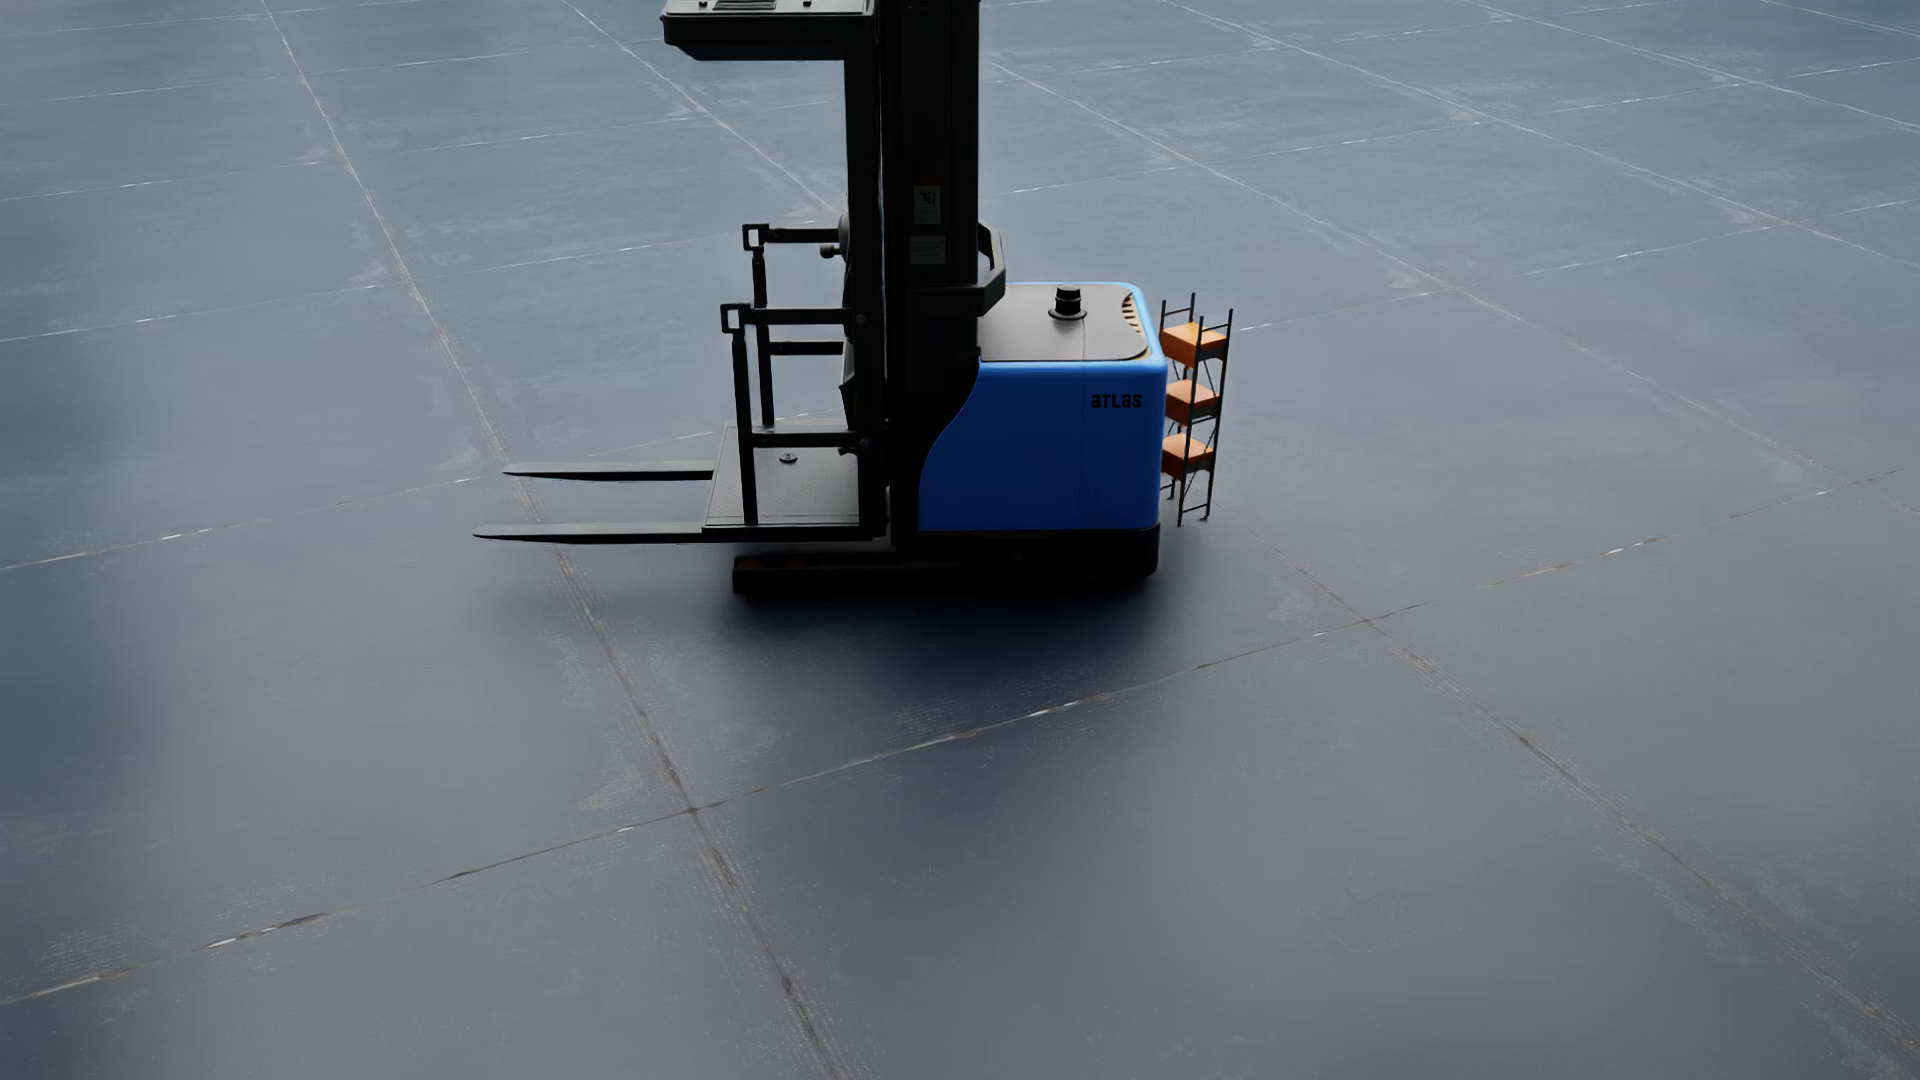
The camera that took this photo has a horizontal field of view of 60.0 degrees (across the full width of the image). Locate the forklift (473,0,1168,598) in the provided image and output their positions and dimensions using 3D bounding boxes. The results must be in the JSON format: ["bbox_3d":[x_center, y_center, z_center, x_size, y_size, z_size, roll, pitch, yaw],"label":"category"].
[{"bbox_3d":[-0.645,-1.288,7.050,3.031,2.935,1.130,-1,29,-1],"label":"forklift"}]

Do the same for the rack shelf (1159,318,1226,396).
[{"bbox_3d":[1.061,-0.839,7.605,0.215,0.259,0.240,-18,34,-33],"label":"rack shelf"}]

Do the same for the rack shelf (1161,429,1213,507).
[{"bbox_3d":[1.042,-0.342,7.867,0.215,0.259,0.240,-18,34,-33],"label":"rack shelf"}]

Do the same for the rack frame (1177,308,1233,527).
[{"bbox_3d":[1.124,-0.549,7.647,0.200,1.050,0.008,-18,34,-33],"label":"rack frame"}]

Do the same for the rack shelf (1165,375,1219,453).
[{"bbox_3d":[1.051,-0.588,7.737,0.215,0.259,0.240,-18,34,-33],"label":"rack shelf"}]

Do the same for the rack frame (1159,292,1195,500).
[{"bbox_3d":[0.979,-0.645,7.818,0.200,1.050,0.008,-18,34,-33],"label":"rack frame"}]

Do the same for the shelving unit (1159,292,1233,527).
[{"bbox_3d":[1.052,-0.597,7.732,0.215,1.050,0.252,-18,34,-33],"label":"shelving unit"}]
